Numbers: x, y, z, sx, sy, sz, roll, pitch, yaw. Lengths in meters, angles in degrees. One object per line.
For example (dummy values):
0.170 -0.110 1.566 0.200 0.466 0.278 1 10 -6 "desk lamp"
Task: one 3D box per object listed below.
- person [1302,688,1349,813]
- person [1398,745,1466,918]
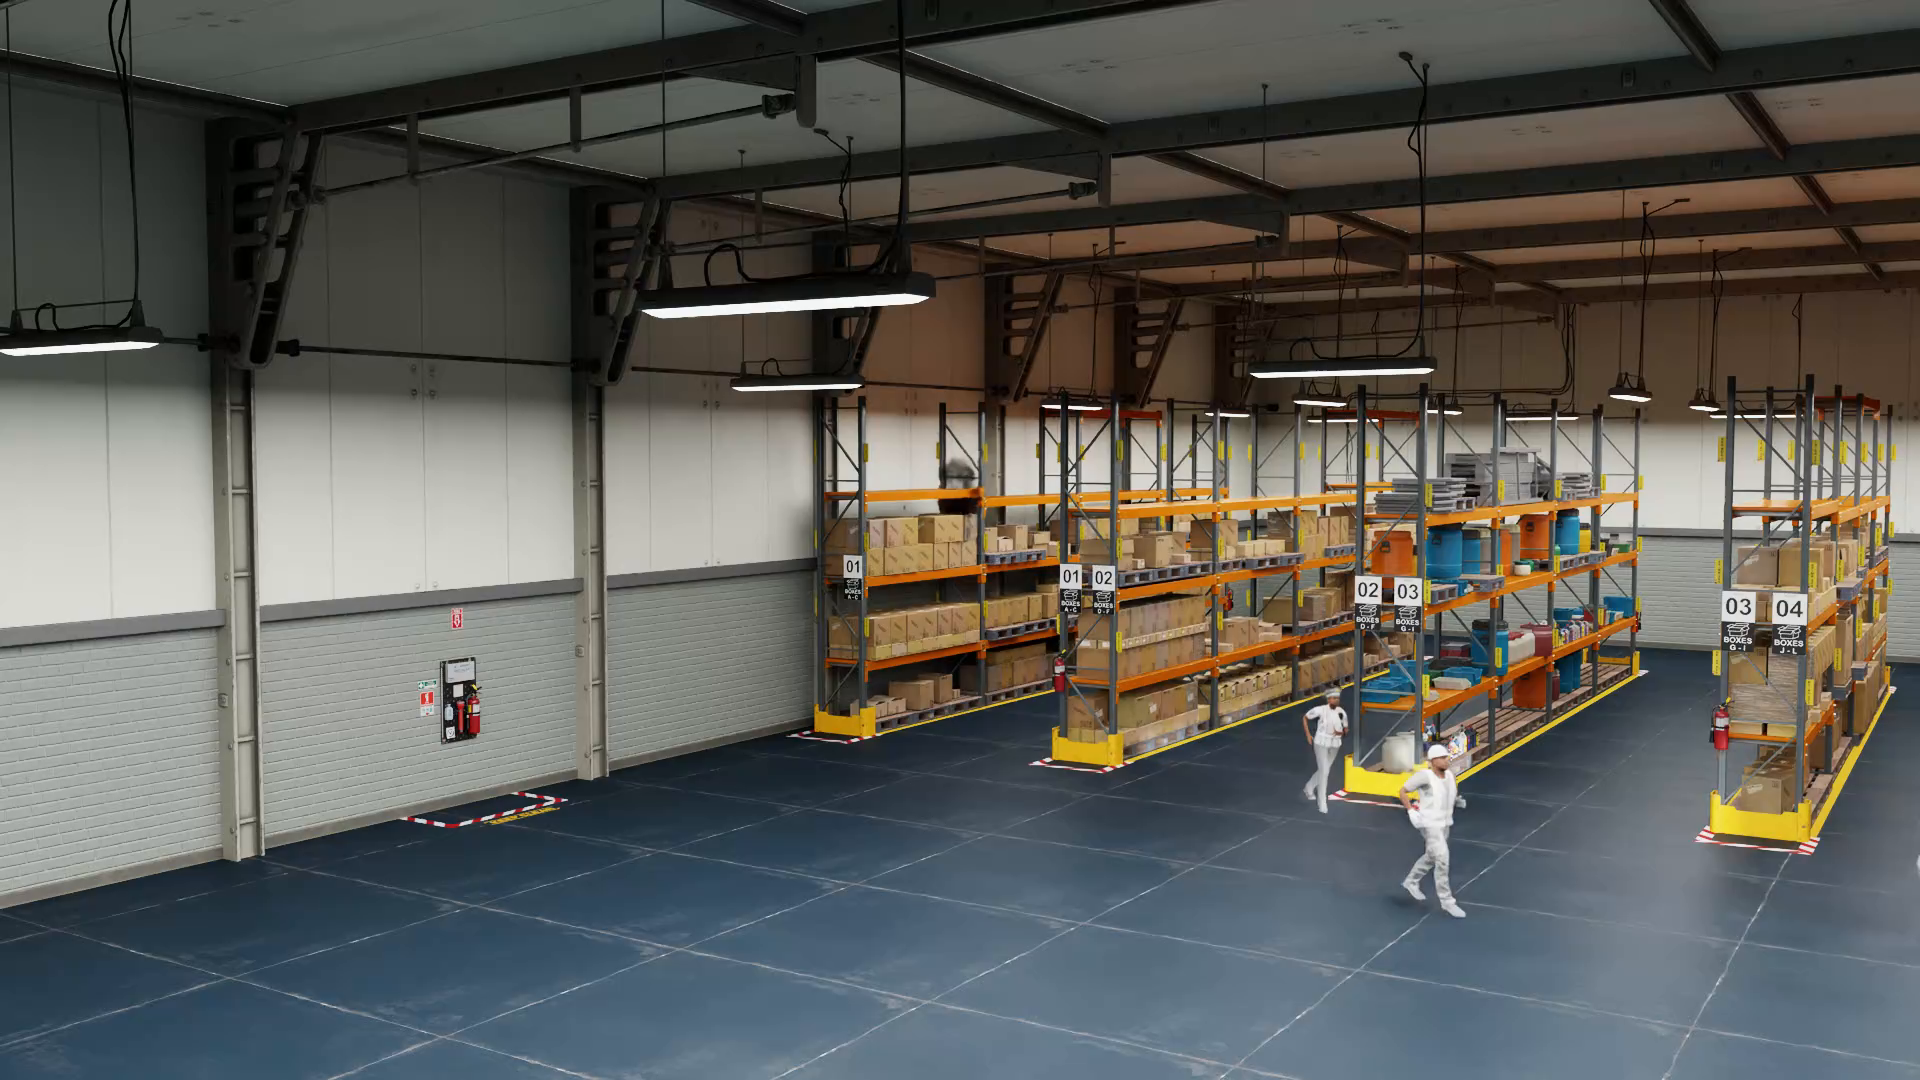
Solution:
5.190 2.951 23.548 0.593 1.740 0.811 -1 3 -19 "person"
5.202 3.127 18.179 0.694 1.794 0.903 -2 4 -39 "person"
